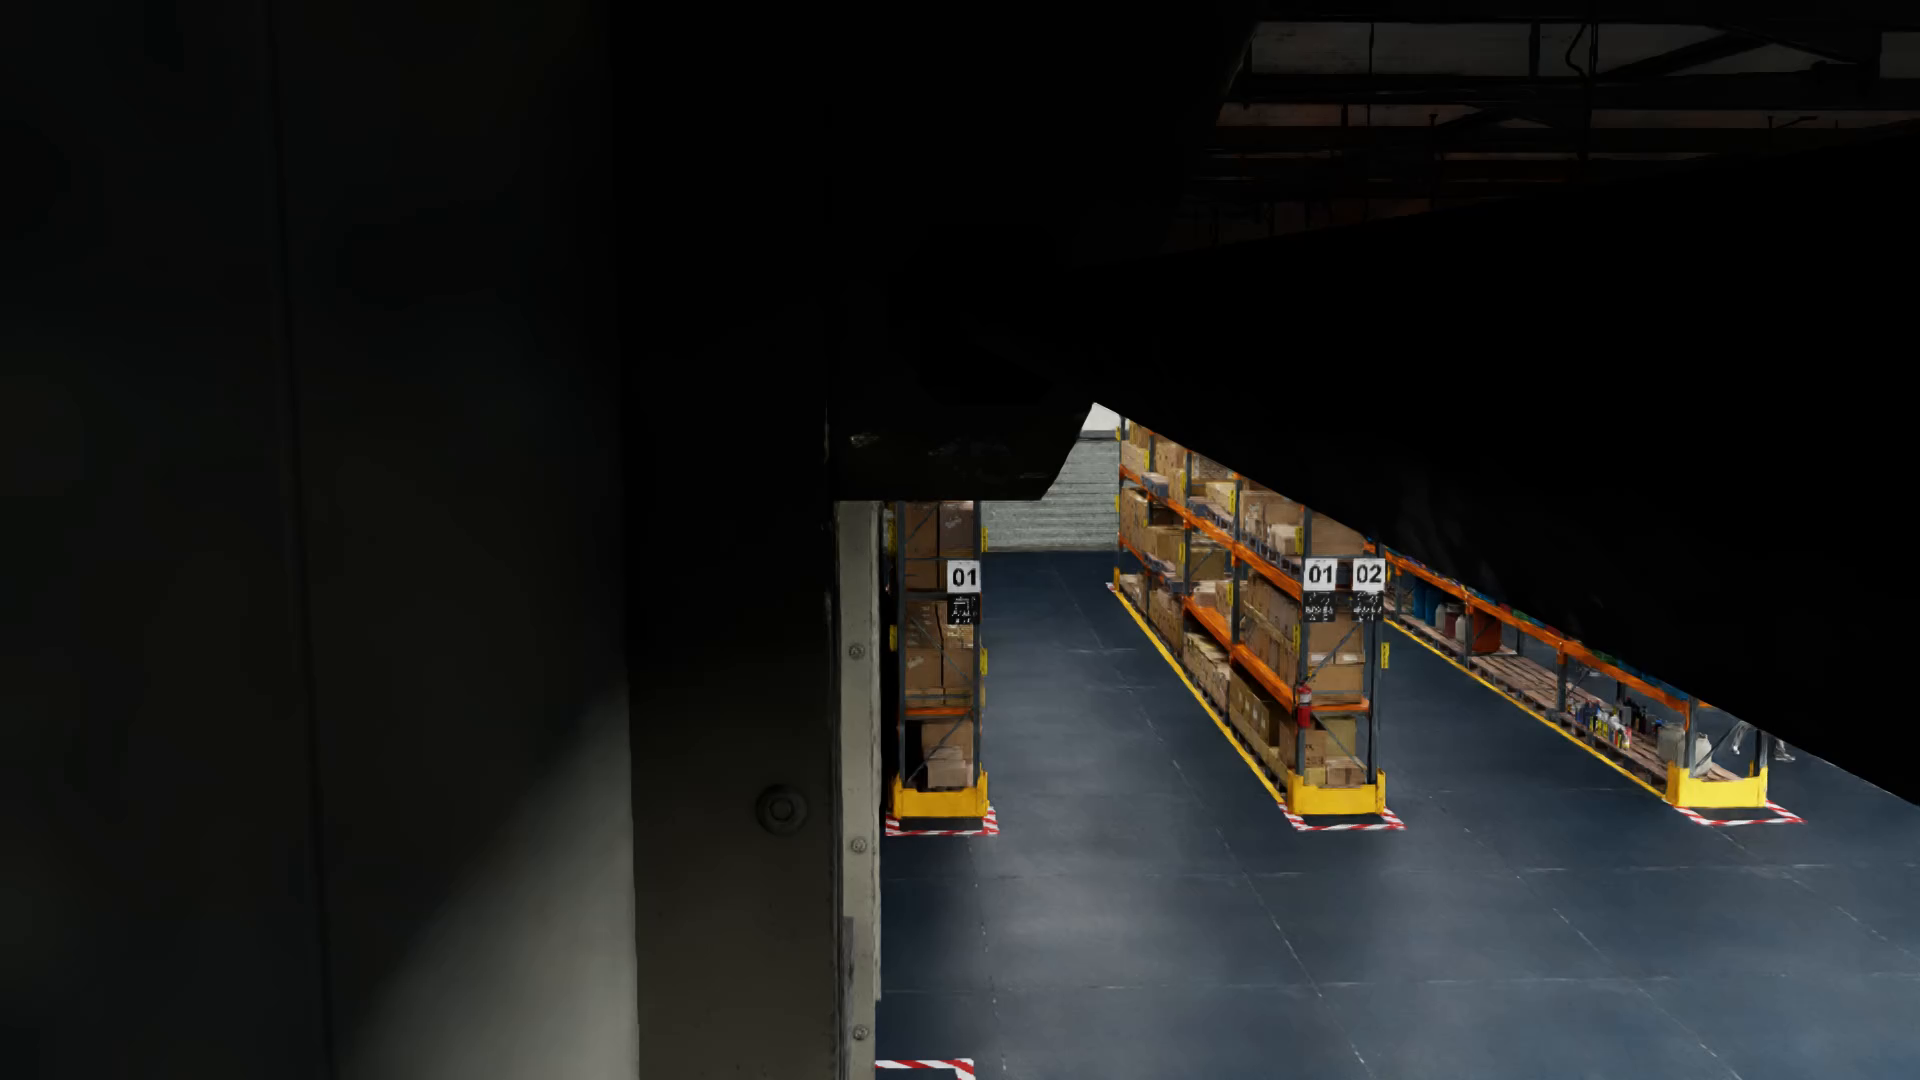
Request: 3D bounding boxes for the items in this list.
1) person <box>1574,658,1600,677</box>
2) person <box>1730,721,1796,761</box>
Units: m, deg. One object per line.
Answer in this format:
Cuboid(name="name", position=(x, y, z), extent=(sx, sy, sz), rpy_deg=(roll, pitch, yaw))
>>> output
Cuboid(name="person", position=(10.653, 1.391, 28.178), extent=(0.391, 1.767, 0.673), rpy_deg=(-3, 9, -18))
Cuboid(name="person", position=(11.118, 2.268, 22.994), extent=(0.562, 1.527, 0.782), rpy_deg=(-3, 9, -19))
